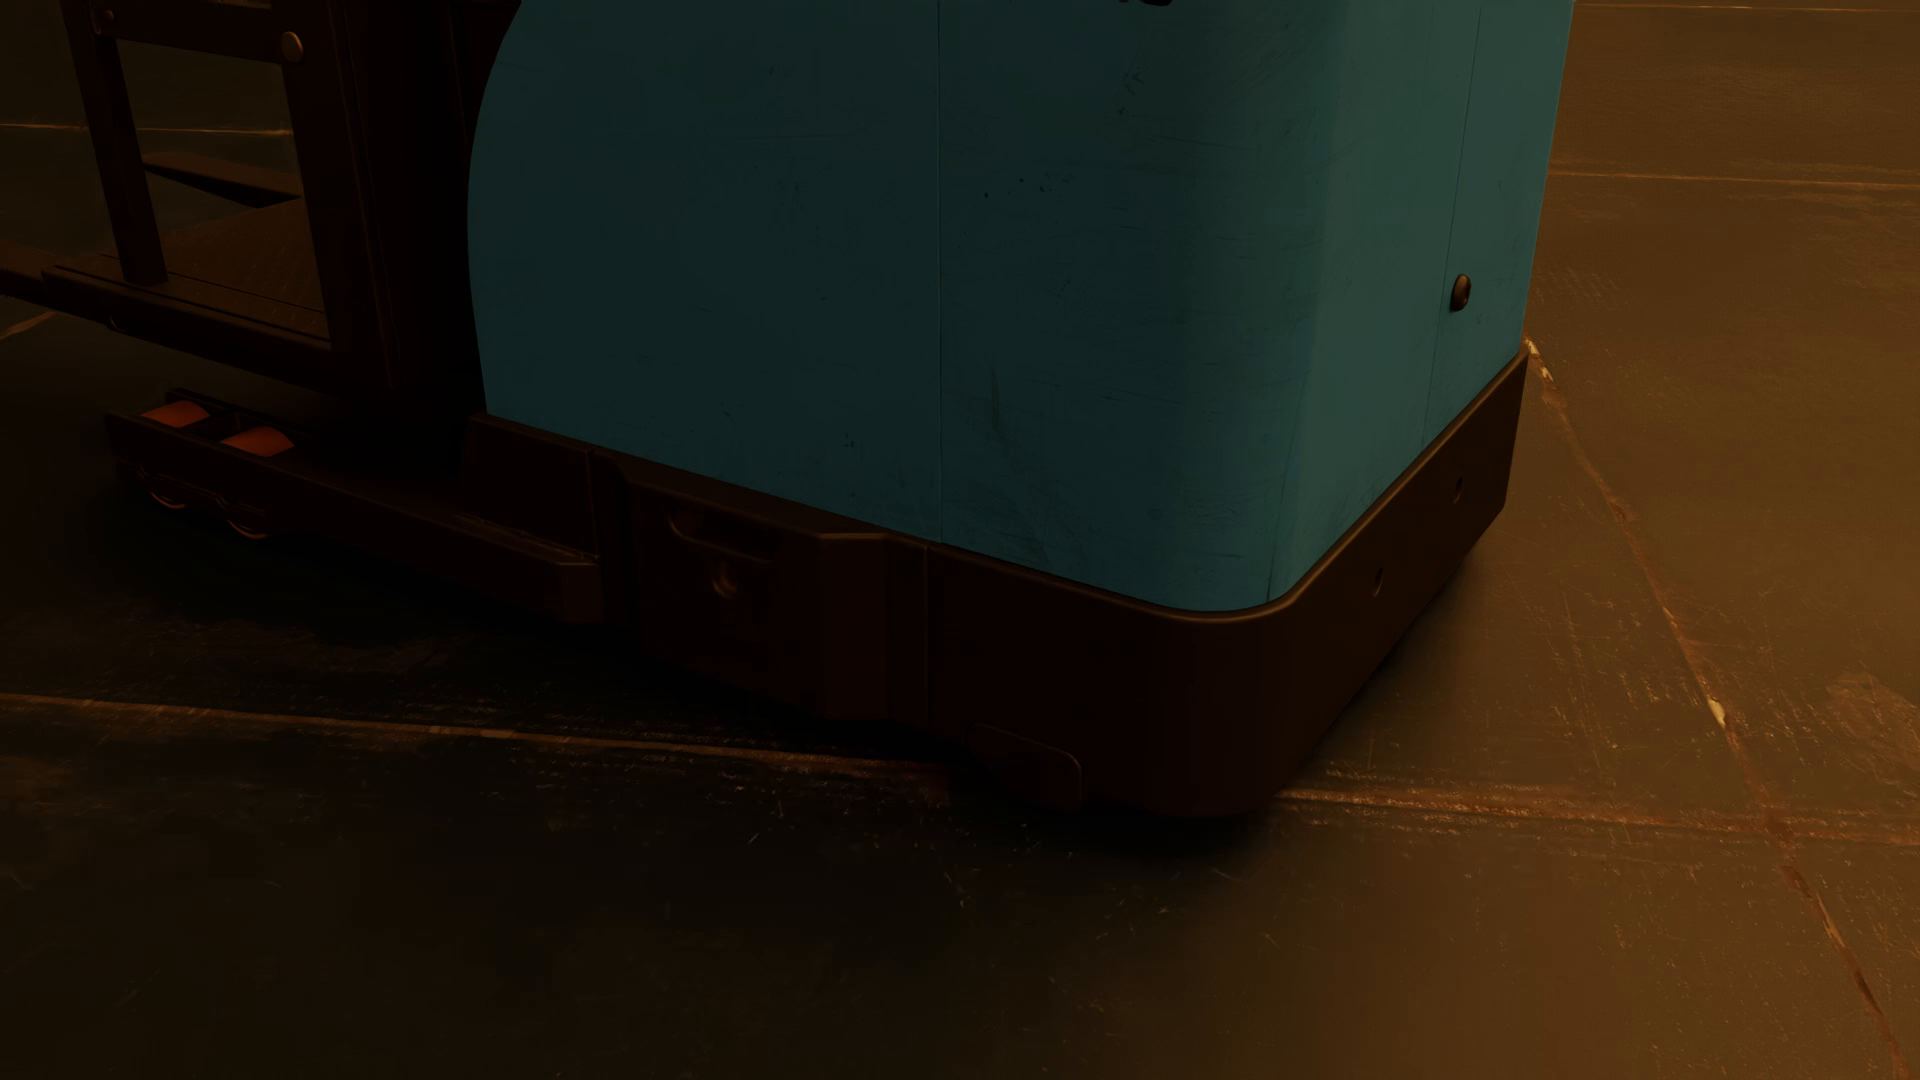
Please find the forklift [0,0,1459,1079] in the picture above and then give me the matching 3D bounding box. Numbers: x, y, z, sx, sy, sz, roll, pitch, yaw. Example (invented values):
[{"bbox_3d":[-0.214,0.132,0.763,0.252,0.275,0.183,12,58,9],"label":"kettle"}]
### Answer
[{"bbox_3d":[-0.227,-1.028,1.278,1.130,2.935,3.031,10,28,20],"label":"forklift"}]
